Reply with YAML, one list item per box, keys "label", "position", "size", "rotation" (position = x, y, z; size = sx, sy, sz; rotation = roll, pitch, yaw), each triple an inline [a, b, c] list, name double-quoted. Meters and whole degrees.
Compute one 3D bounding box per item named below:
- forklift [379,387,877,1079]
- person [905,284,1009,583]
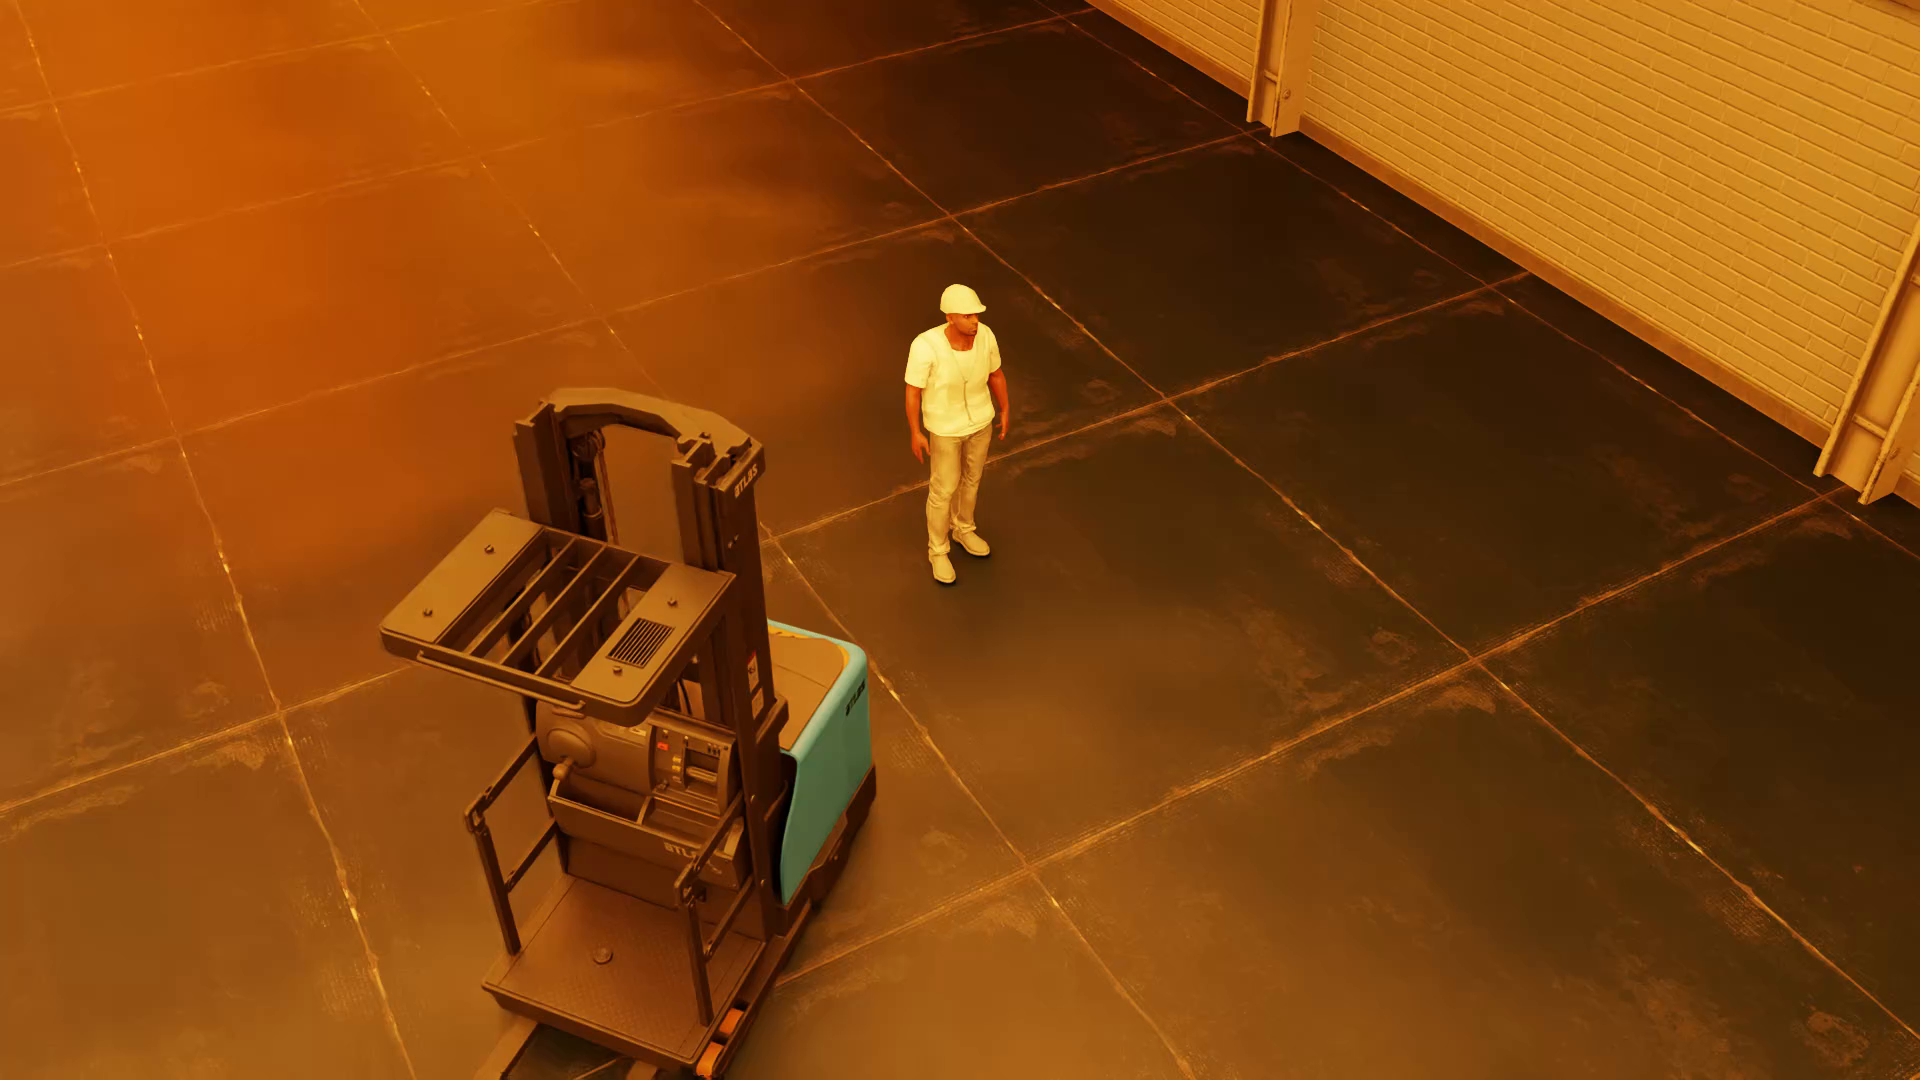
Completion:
- label: "forklift"
  position: [-1.459, 0.970, 6.867]
  size: [1.130, 2.935, 3.031]
  rotation: [15, 42, 17]
- label: "person"
  position: [0.031, -0.642, 9.717]
  size: [0.666, 1.761, 0.575]
  rotation: [-20, 44, -23]
